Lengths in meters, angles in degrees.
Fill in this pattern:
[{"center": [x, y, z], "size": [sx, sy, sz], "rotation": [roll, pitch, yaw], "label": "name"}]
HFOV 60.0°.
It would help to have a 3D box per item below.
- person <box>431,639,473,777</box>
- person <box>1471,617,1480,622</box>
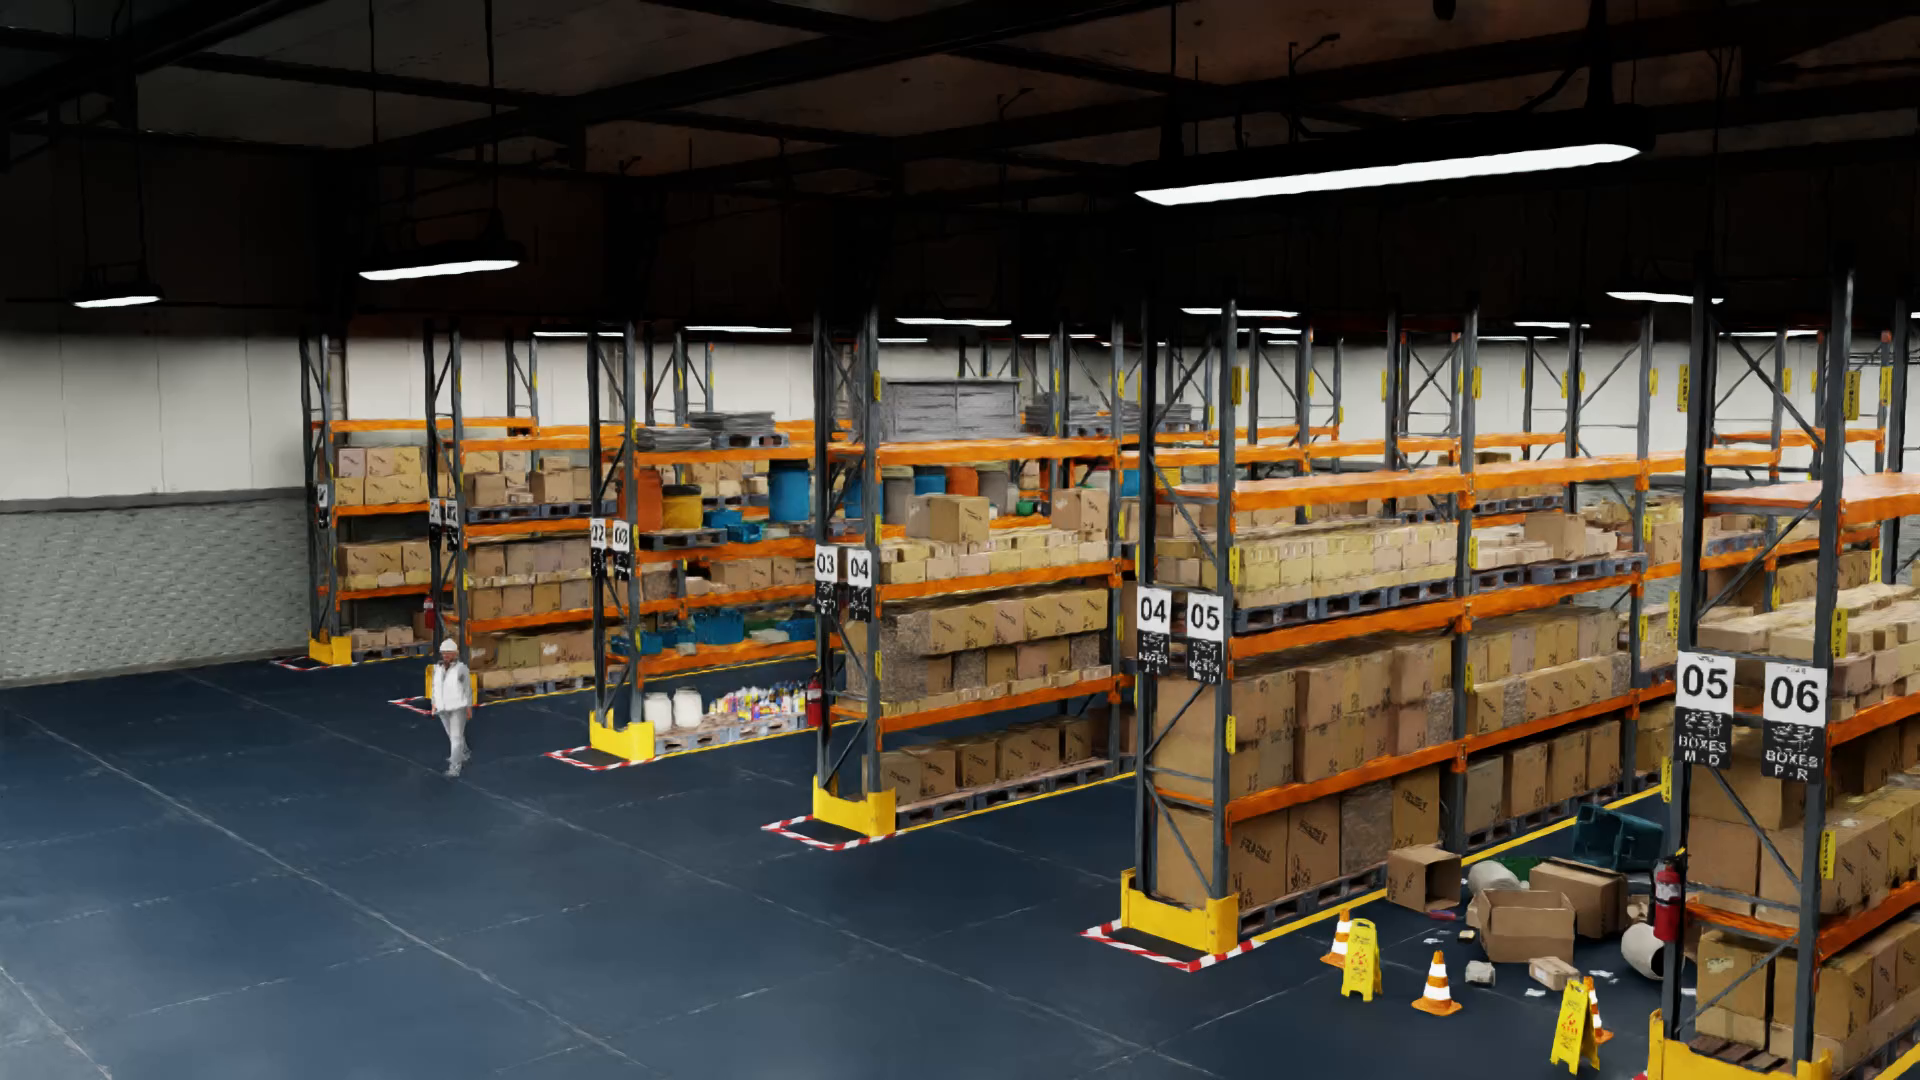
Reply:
[{"center": [-6.561, 2.136, 21.448], "size": [0.585, 1.747, 0.930], "rotation": [2, 6, 20], "label": "person"}, {"center": [7.626, 1.905, 24.531], "size": [0.625, 1.596, 0.517], "rotation": [6, 8, 45], "label": "person"}]
